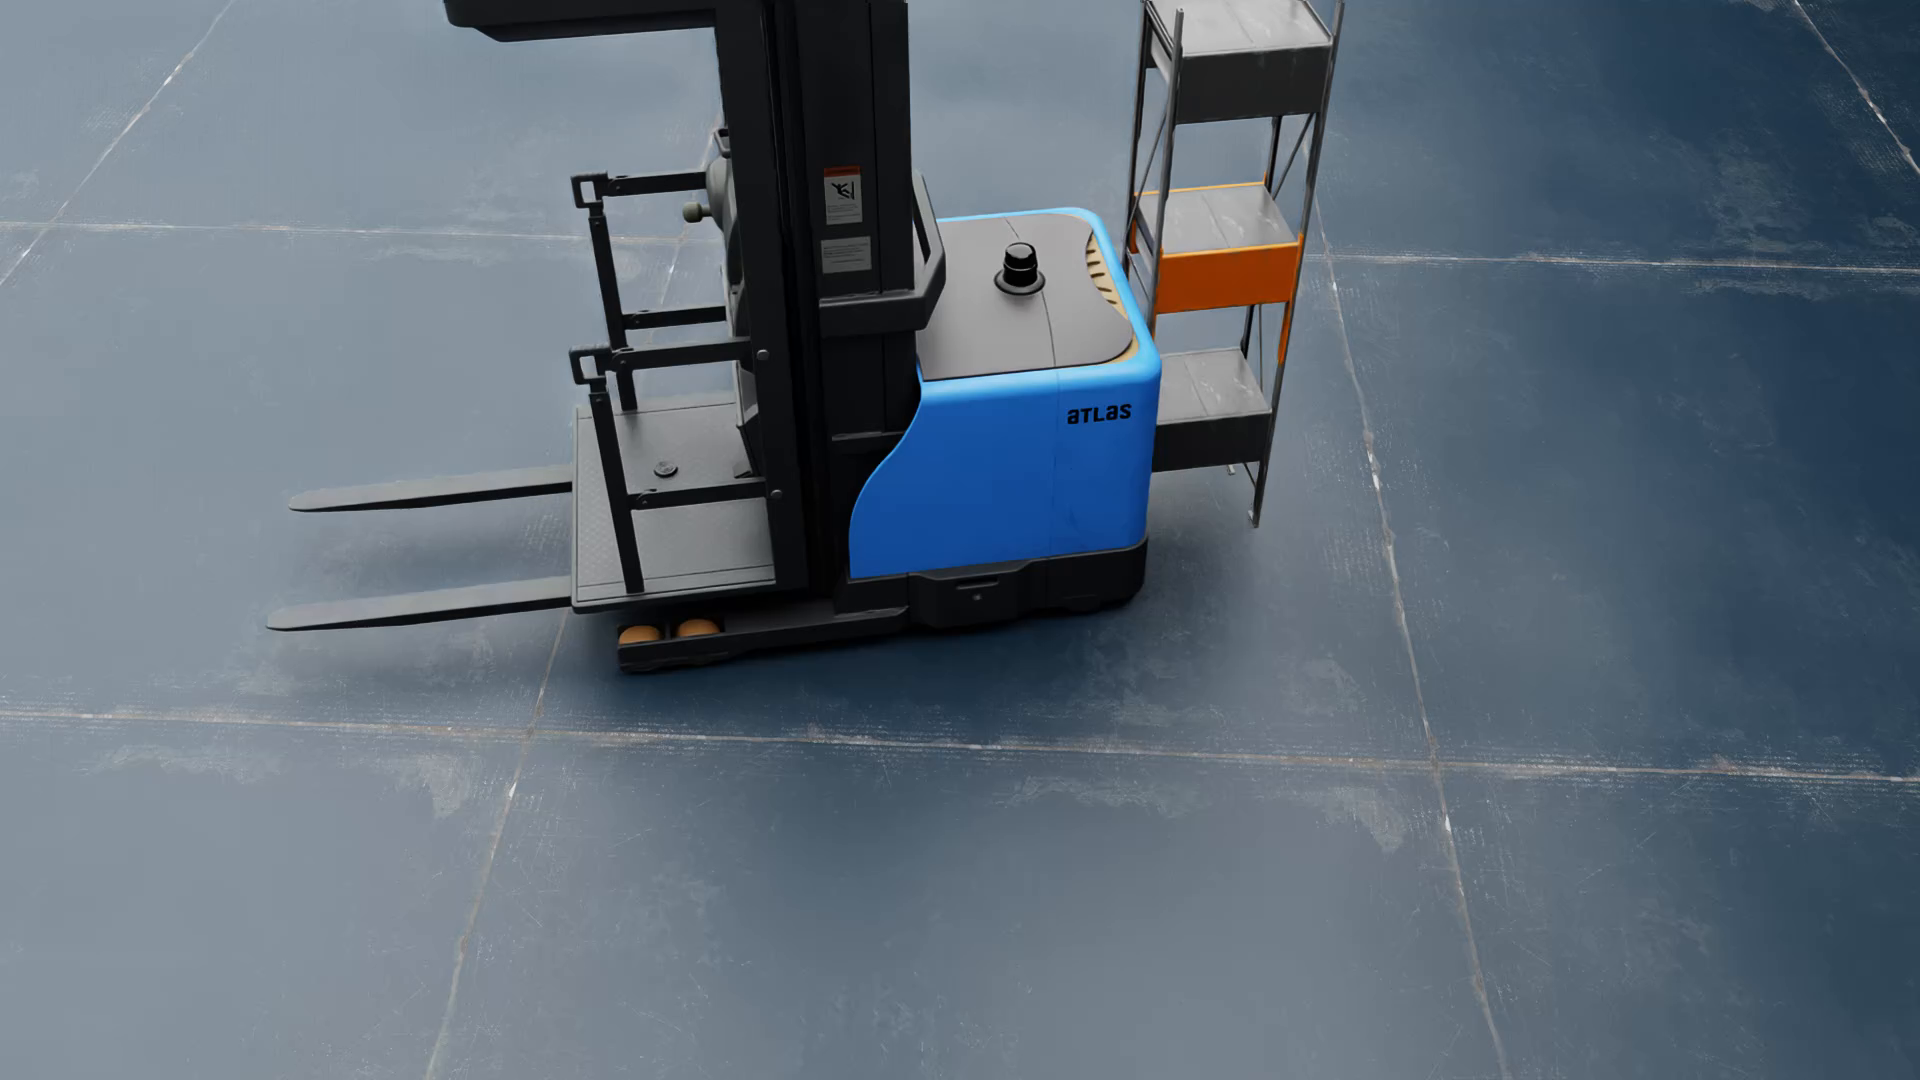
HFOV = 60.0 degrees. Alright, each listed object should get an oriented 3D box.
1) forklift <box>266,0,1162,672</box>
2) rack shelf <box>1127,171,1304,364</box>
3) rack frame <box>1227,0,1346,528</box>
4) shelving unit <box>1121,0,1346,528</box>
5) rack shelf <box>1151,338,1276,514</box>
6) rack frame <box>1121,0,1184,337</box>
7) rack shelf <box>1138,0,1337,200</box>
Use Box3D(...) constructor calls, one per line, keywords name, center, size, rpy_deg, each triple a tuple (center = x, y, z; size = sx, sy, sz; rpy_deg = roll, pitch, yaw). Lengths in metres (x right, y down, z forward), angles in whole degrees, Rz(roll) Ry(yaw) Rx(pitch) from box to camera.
Box3D(name="forklift", center=(-0.901, -1.006, 5.180), size=(3.031, 2.935, 1.130), rpy_deg=(-6, 43, -7))
Box3D(name="rack shelf", center=(0.850, -0.911, 5.708), size=(0.480, 0.518, 0.431), rpy_deg=(-6, 43, -7))
Box3D(name="rack frame", center=(1.090, -0.948, 5.728), size=(0.015, 2.100, 0.400), rpy_deg=(-6, 43, -7))
Box3D(name="shelving unit", center=(0.850, -0.921, 5.698), size=(0.503, 2.100, 0.431), rpy_deg=(-6, 43, -7))
Box3D(name="rack shelf", center=(0.850, -0.399, 6.185), size=(0.480, 0.518, 0.431), rpy_deg=(-6, 43, -7))
Box3D(name="rack frame", center=(0.609, -0.894, 5.669), size=(0.015, 2.100, 0.400), rpy_deg=(-6, 43, -7))
Box3D(name="rack shelf", center=(0.850, -1.423, 5.231), size=(0.480, 0.518, 0.431), rpy_deg=(-6, 43, -7))
